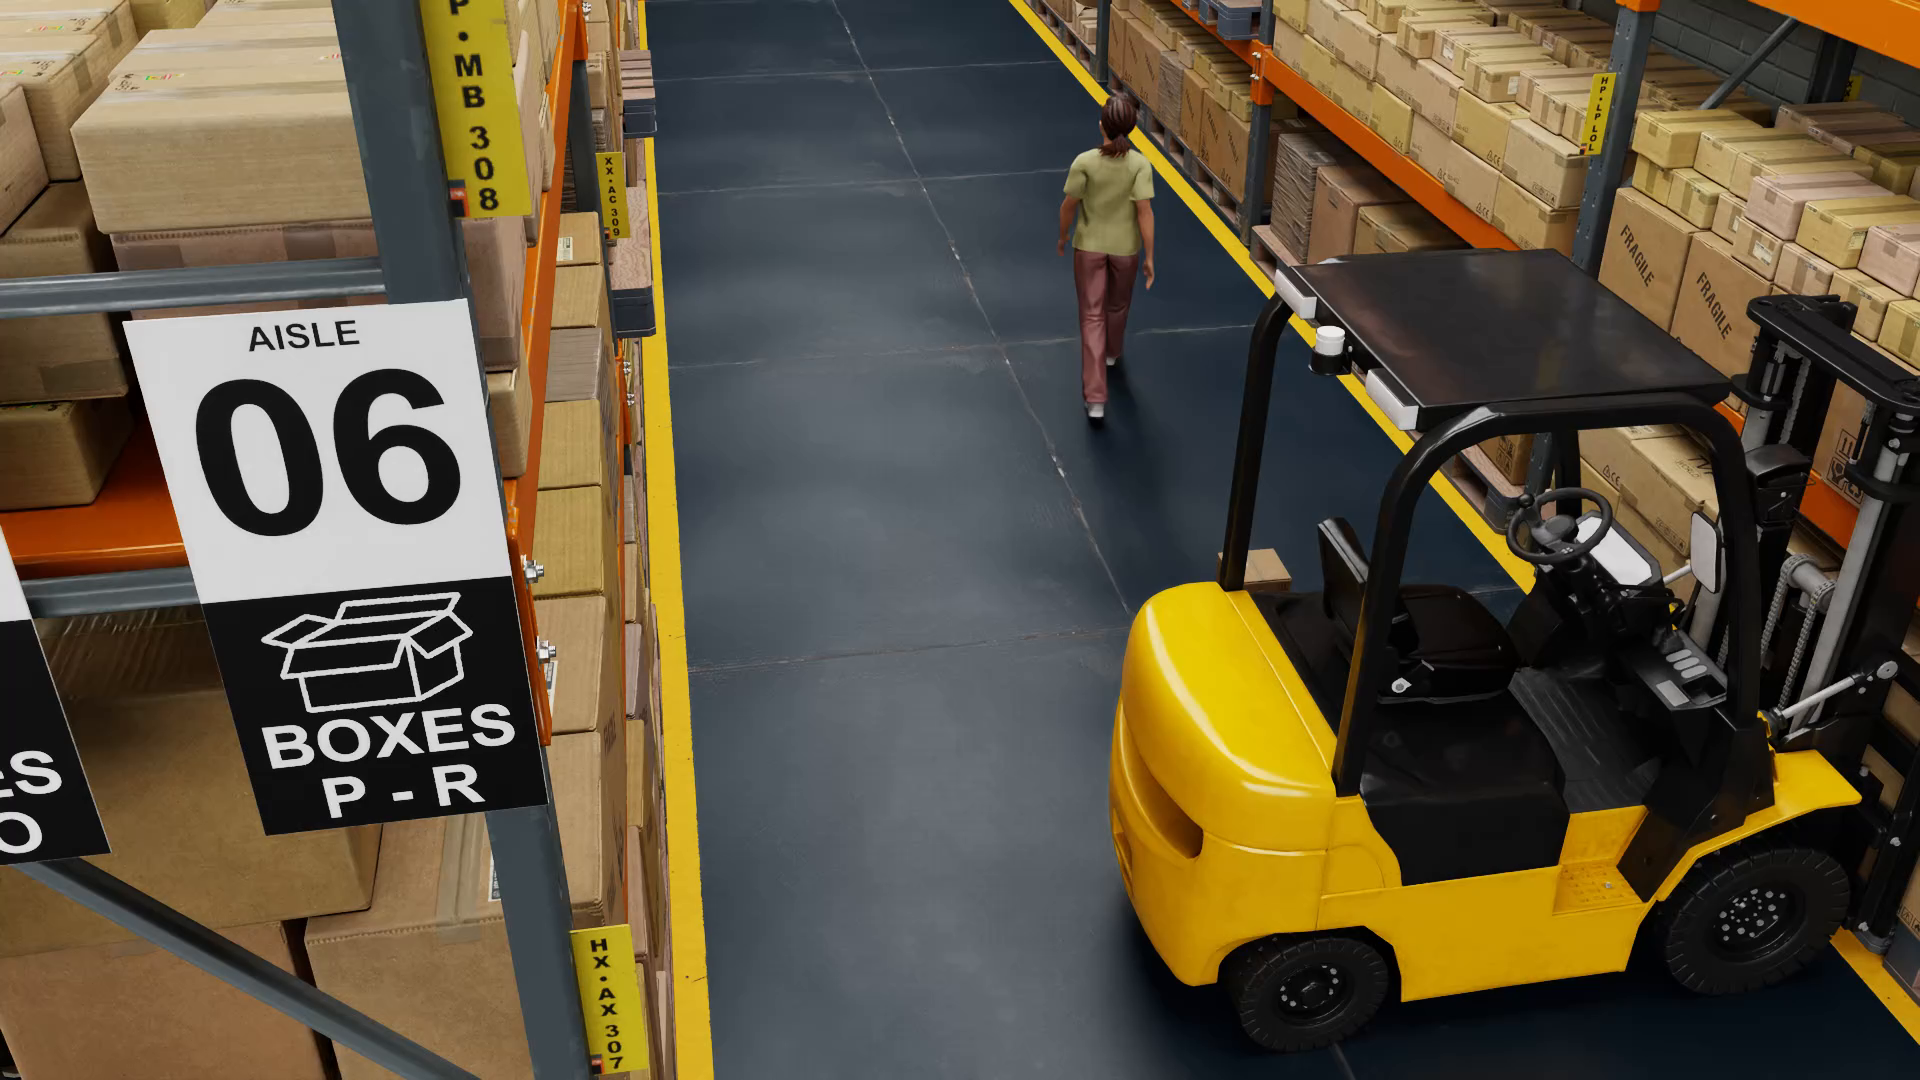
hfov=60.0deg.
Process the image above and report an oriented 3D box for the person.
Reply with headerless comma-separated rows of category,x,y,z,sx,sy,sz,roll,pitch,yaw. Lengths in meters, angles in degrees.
person,0.754,-1.554,8.717,0.481,1.610,1.002,-1,31,-1
